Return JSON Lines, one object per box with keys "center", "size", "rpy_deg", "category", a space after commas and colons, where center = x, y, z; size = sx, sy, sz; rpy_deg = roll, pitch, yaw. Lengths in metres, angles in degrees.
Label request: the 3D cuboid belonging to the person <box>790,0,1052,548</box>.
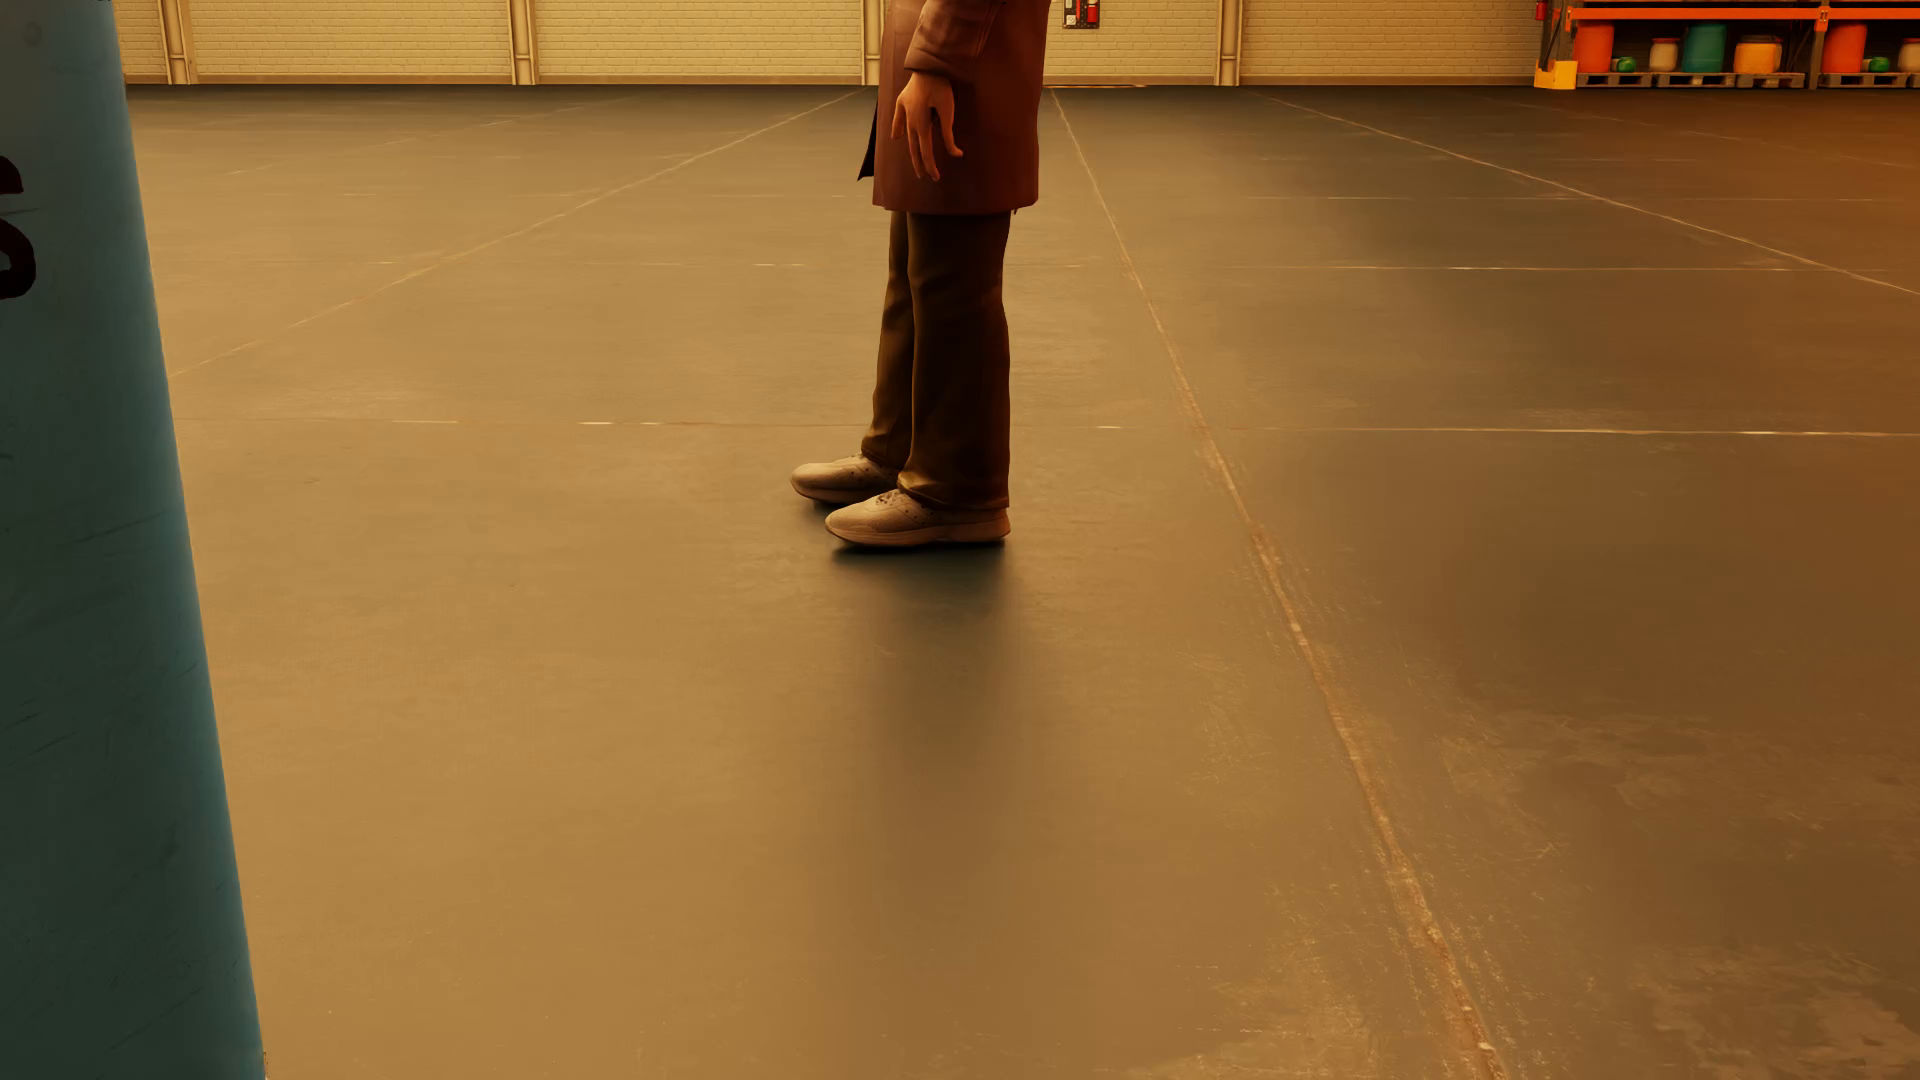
{"center": [-0.092, -0.858, 3.113], "size": [0.579, 1.778, 0.696], "rpy_deg": [1, 17, 2], "category": "person"}
